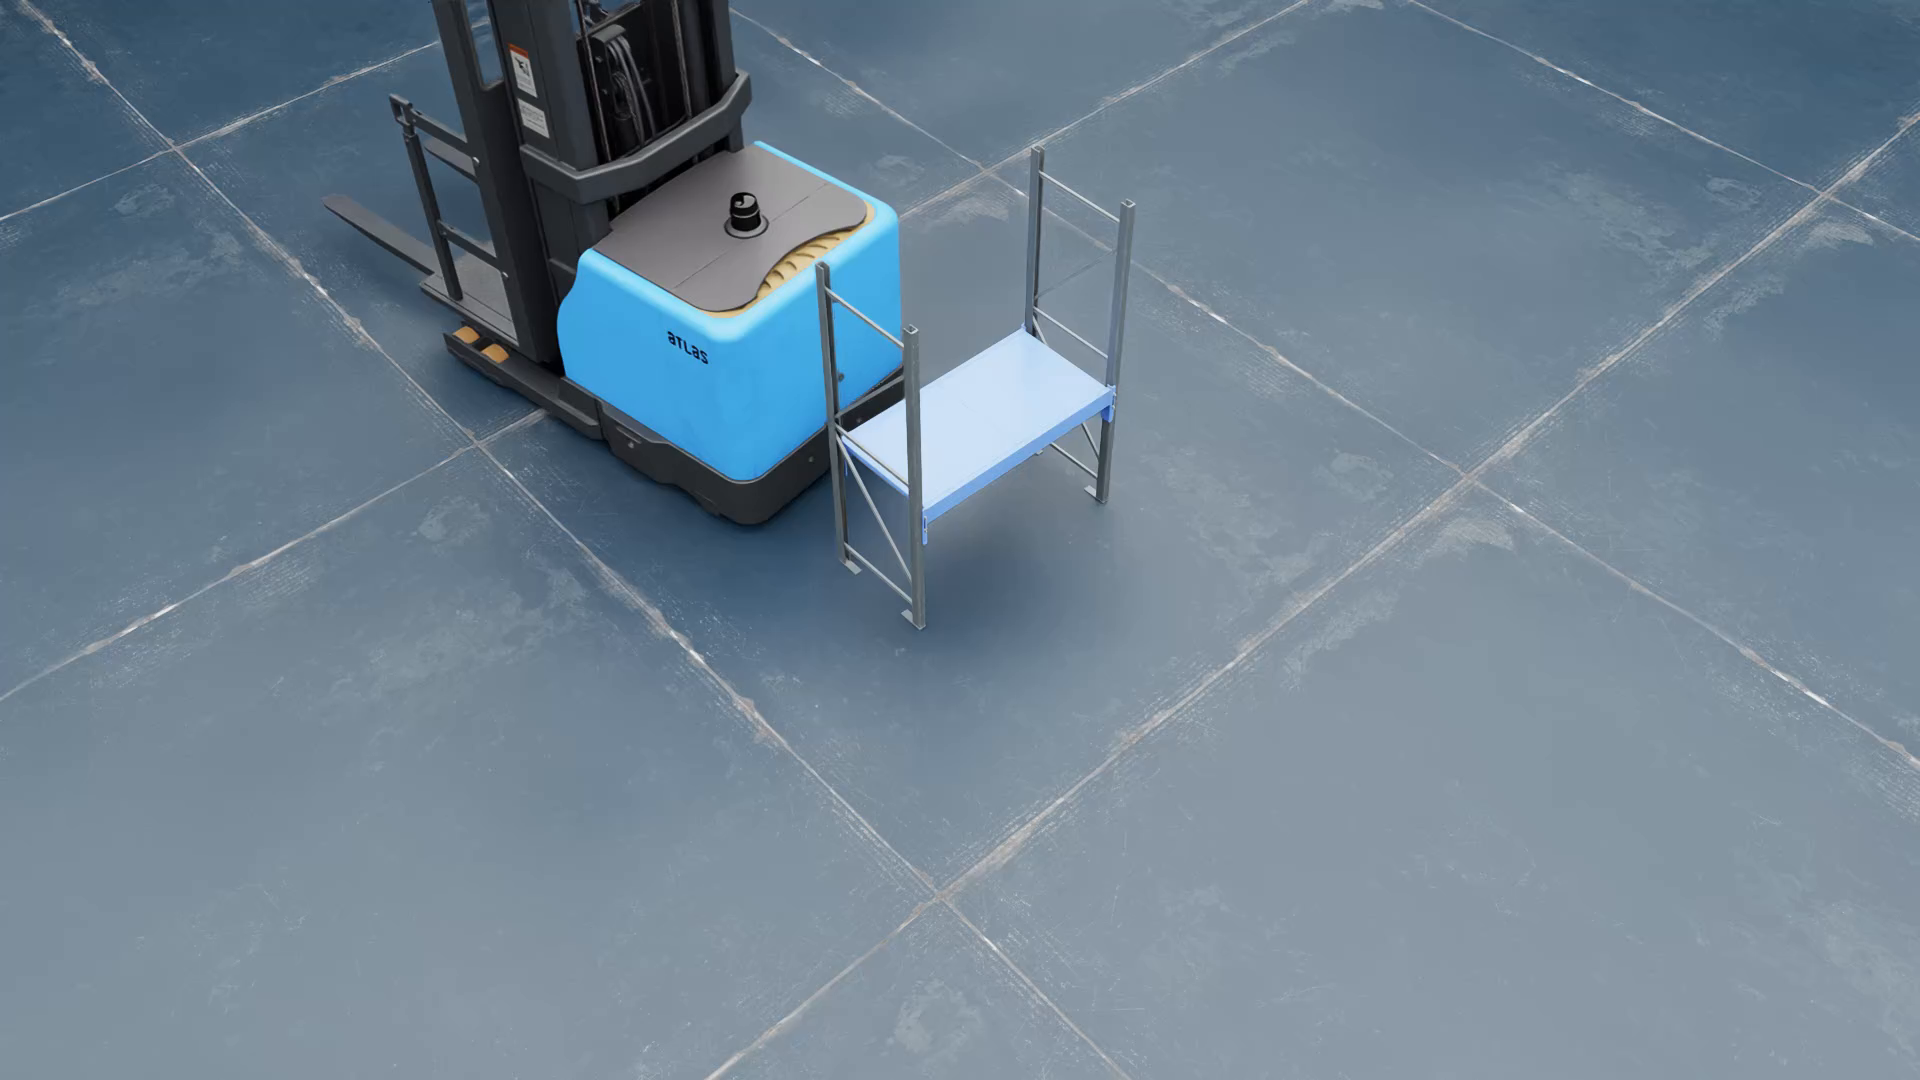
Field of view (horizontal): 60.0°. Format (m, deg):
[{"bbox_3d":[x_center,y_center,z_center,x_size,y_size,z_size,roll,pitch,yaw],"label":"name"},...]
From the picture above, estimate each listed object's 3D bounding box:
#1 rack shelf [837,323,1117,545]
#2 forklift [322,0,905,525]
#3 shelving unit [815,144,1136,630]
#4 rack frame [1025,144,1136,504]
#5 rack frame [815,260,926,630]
[{"bbox_3d":[0.063,-0.429,6.423,1.000,0.185,0.538,-34,56,-27],"label":"rack shelf"},{"bbox_3d":[-1.692,-1.975,6.631,3.031,2.935,1.130,31,54,25],"label":"forklift"},{"bbox_3d":[0.063,-0.551,6.291,1.048,1.500,0.538,-34,56,-27],"label":"shelving unit"},{"bbox_3d":[0.439,-0.802,6.523,0.032,1.500,0.500,-34,56,-27],"label":"rack frame"},{"bbox_3d":[-0.313,-0.299,6.059,0.032,1.500,0.500,-34,56,-27],"label":"rack frame"}]
